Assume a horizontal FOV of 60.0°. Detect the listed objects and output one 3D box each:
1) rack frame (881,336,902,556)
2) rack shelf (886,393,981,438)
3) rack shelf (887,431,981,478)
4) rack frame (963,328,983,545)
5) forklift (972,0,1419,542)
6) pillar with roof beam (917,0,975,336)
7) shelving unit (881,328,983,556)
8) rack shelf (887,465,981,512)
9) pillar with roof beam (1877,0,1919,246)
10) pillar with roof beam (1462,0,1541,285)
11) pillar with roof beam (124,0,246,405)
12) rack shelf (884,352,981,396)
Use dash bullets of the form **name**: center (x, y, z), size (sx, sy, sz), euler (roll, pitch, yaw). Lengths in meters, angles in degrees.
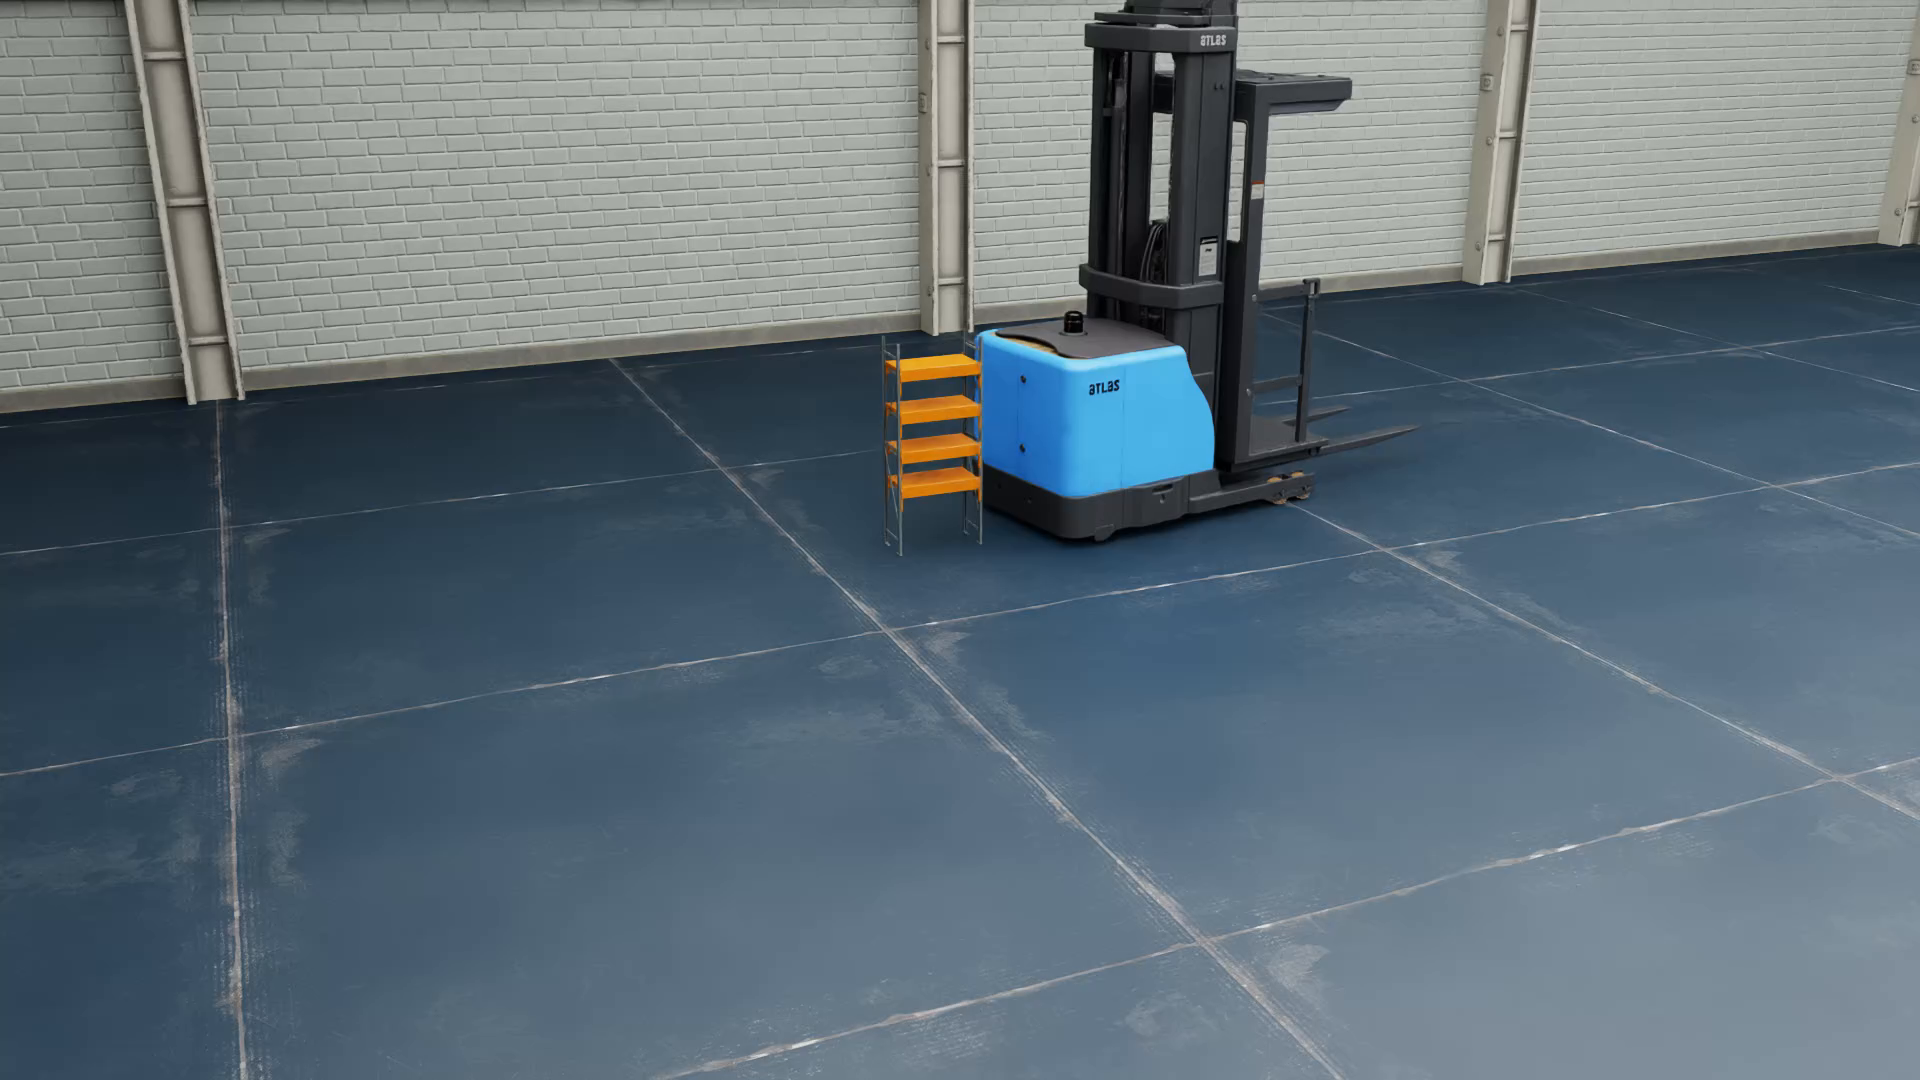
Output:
- **rack frame**: center (-0.376, -0.512, 9.170), size (0.015, 1.200, 0.240), euler (-8, 21, -22)
- **rack shelf**: center (-0.152, -0.692, 9.209), size (0.480, 0.148, 0.258), euler (-8, 21, -22)
- **rack shelf**: center (-0.152, -0.481, 9.283), size (0.480, 0.148, 0.258), euler (-8, 21, -22)
- **rack frame**: center (0.072, -0.576, 9.352), size (0.015, 1.200, 0.240), euler (-8, 21, -22)
- **forklift**: center (1.581, -1.731, 10.024), size (3.031, 2.935, 1.130), euler (-12, 23, -31)
- **pillar with roof beam**: center (1.587, -4.801, 9.608), size (0.400, 9.000, 9.100), euler (-8, 21, -22)
- **shelving unit**: center (-0.152, -0.544, 9.261), size (0.503, 1.200, 0.258), euler (-8, 21, -22)
- **rack shelf**: center (-0.152, -0.293, 9.349), size (0.480, 0.148, 0.258), euler (-8, 21, -22)
- **pillar with roof beam**: center (12.606, -6.380, 14.091), size (0.400, 9.000, 9.100), euler (-8, 21, -22)
- **pillar with roof beam**: center (7.097, -5.590, 11.850), size (0.400, 9.000, 9.100), euler (-8, 21, -22)
- **pillar with roof beam**: center (-3.922, -4.012, 7.366), size (0.400, 9.000, 9.100), euler (-8, 21, -22)
- **rack shelf**: center (-0.152, -0.915, 9.130), size (0.480, 0.148, 0.258), euler (-8, 21, -22)
